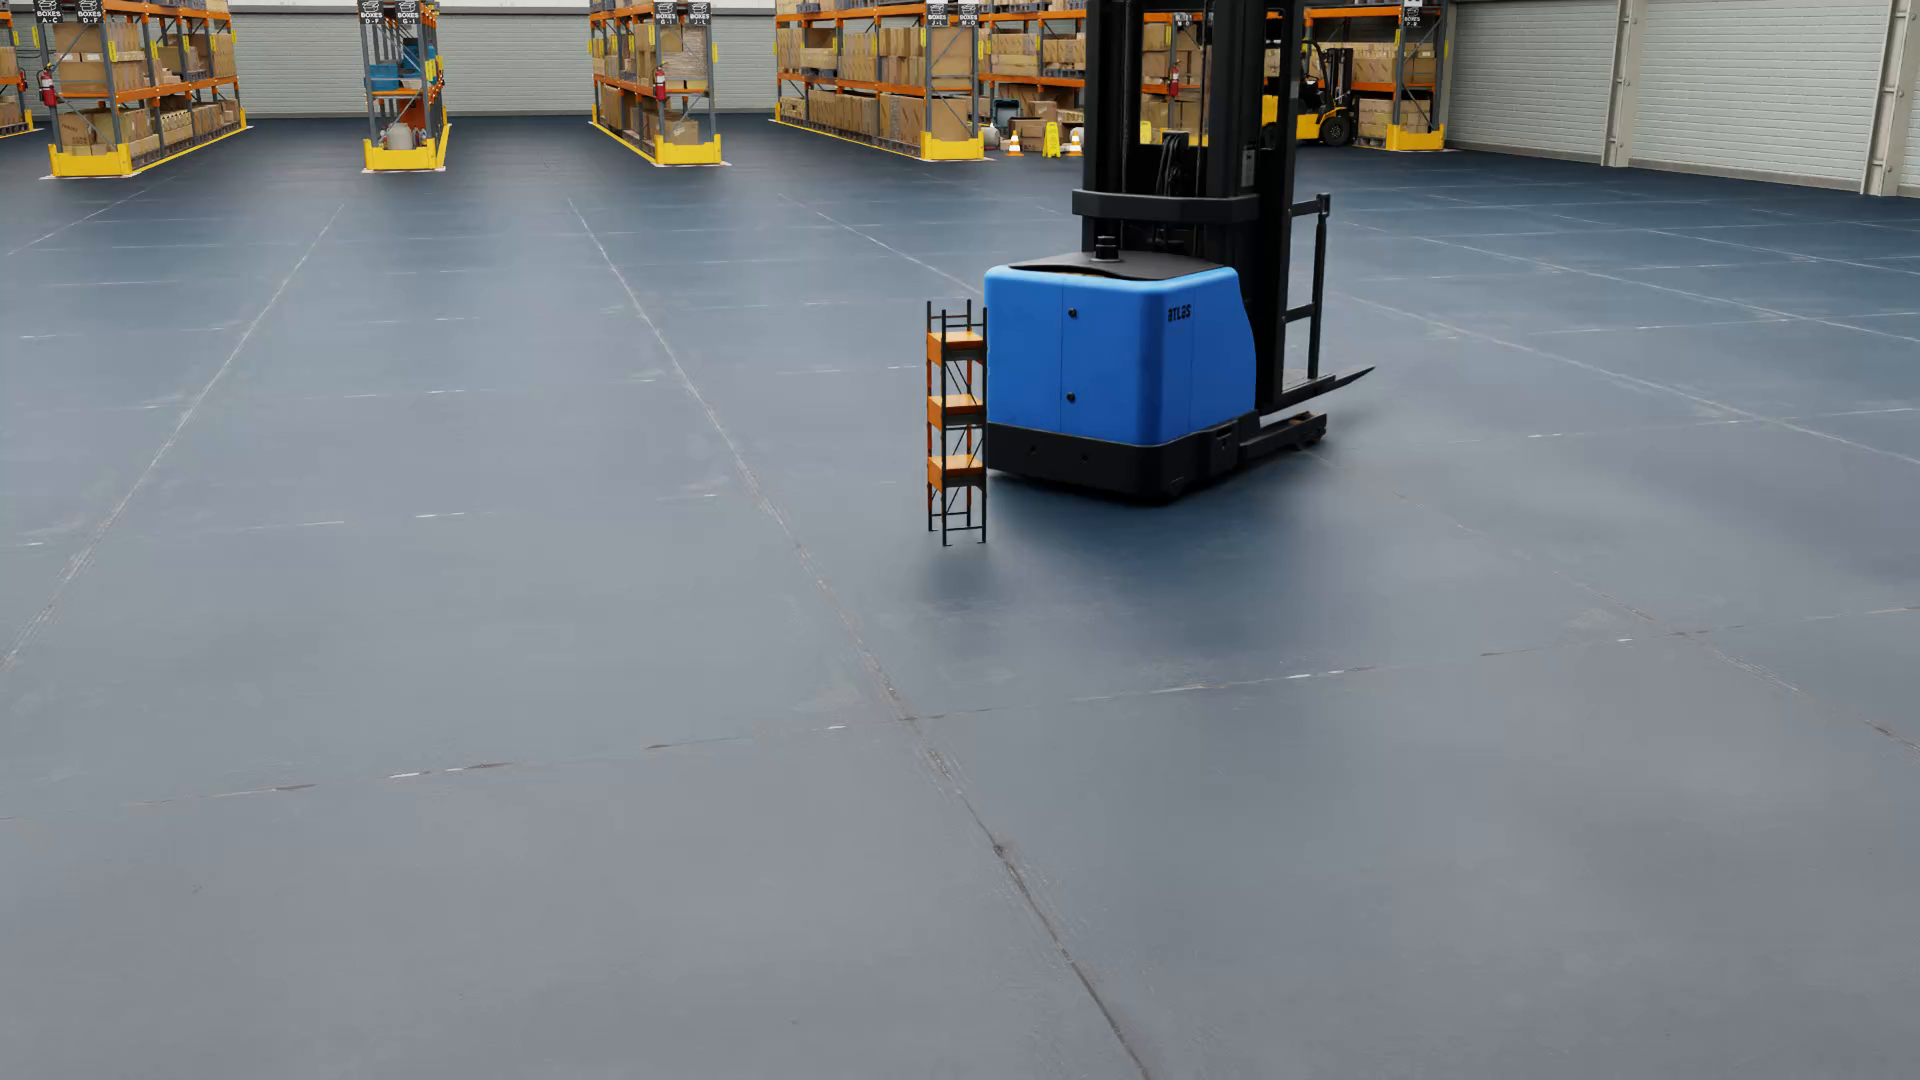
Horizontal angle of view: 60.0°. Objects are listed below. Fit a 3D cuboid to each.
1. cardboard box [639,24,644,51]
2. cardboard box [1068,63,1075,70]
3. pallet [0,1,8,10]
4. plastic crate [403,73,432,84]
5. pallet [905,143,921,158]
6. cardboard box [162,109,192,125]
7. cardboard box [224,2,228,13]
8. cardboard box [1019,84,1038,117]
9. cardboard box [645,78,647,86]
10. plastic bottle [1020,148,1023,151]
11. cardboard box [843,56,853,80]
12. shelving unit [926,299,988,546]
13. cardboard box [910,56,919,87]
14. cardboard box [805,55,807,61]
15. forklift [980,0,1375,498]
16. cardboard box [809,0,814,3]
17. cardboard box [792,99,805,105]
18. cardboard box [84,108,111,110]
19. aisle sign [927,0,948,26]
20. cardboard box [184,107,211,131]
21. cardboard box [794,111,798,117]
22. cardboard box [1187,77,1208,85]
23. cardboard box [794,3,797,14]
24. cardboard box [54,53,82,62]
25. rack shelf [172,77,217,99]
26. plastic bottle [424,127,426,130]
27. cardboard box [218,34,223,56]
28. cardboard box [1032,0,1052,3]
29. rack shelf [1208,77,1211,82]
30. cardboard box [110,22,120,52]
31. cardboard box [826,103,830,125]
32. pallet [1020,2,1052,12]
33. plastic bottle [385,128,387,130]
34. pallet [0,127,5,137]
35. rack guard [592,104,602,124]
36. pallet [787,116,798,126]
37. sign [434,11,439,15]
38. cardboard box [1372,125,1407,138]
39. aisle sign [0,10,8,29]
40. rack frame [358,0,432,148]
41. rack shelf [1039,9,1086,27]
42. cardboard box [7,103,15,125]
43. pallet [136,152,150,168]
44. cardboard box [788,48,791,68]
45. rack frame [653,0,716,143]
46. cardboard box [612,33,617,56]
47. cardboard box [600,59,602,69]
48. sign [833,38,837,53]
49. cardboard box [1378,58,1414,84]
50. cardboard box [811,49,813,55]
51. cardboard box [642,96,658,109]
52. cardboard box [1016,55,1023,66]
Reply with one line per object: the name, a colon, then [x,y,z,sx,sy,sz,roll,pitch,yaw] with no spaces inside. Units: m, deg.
cardboard box: [-5.892,-9.676,32.023,0.500,0.500,0.500,-5,17,-15]
cardboard box: [2.691,-10.844,38.044,0.380,0.149,0.250,-4,17,-14]
pallet: [-23.418,-12.763,39.666,1.003,0.211,1.213,-5,17,-15]
plastic crate: [-10.244,-8.681,31.396,0.499,0.251,0.616,-5,17,-15]
pallet: [-0.445,-7.566,32.272,1.003,0.211,1.213,-5,17,-15]
cardboard box: [-16.291,-8.780,34.542,0.500,0.311,0.500,-4,17,-14]
cardboard box: [-18.476,-13.209,41.259,0.500,0.250,0.500,-5,17,-15]
cardboard box: [2.032,-10.947,41.643,0.875,0.875,0.875,-4,17,-15]
cardboard box: [-5.852,-8.811,32.007,0.380,0.149,0.250,-5,17,-15]
plastic bottle: [1.135,-7.933,33.757,0.133,0.061,0.283,-12,20,-34]
cardboard box: [-2.343,-10.661,37.555,0.500,0.500,0.500,-5,17,-16]
shelving unit: [-0.015,-0.518,7.350,0.215,1.050,0.252,-5,17,-15]
cardboard box: [-0.468,-9.007,31.964,0.875,0.550,0.550,-5,17,-15]
cardboard box: [-3.638,-11.940,41.178,0.380,0.149,0.250,-4,17,-14]
forklift: [1.387,-1.972,8.922,1.130,2.935,3.031,12,21,35]
cardboard box: [-3.408,-13.340,40.860,0.500,0.311,0.500,-5,17,-16]
cardboard box: [-4.226,-11.559,43.910,0.380,0.149,0.250,-5,18,-17]
cardboard box: [-15.601,-7.599,30.281,0.500,0.500,0.500,-5,17,-15]
aisle sign: [-0.419,-9.888,30.637,0.394,0.787,0.004,-5,17,-15]
cardboard box: [-16.953,-9.342,36.919,0.500,0.500,0.500,-5,18,-17]
cardboard box: [-4.168,-11.209,43.779,0.380,0.149,0.250,-5,17,-15]
cardboard box: [4.687,-9.095,32.954,0.380,0.149,0.250,-5,17,-15]
cardboard box: [-3.969,-13.624,42.639,0.500,0.250,0.500,-5,17,-15]
cardboard box: [-14.761,-7.989,27.533,0.380,0.149,0.250,-5,17,-16]
rack shelf: [-17.221,-9.961,36.651,1.077,0.370,4.000,-5,17,-15]
plastic bottle: [-10.355,-7.823,32.123,0.144,0.351,0.185,-5,17,-17]
cardboard box: [-17.913,-11.823,39.687,0.500,0.500,0.500,-5,17,-17]
cardboard box: [2.134,-13.098,39.718,0.797,0.503,0.637,-6,18,-19]
rack shelf: [6.604,-11.920,43.173,1.077,0.370,4.000,-5,17,-15]
cardboard box: [-14.893,-8.638,28.566,0.700,0.500,0.500,-5,17,-15]
cardboard box: [-2.920,-10.208,39.837,0.500,0.500,0.500,-4,17,-13]
pallet: [2.155,-12.838,40.092,1.213,0.211,1.003,-4,17,-13]
plastic bottle: [-10.986,-7.723,31.788,0.144,0.351,0.185,-4,17,-14]
pallet: [-22.667,-9.347,38.204,1.003,0.211,1.213,-5,17,-15]
rack guard: [-9.351,-11.557,45.058,1.175,0.500,0.348,-5,17,-15]
pallet: [-4.006,-11.191,44.341,1.003,0.211,1.213,-5,17,-15]
sign: [-13.582,-13.791,43.116,0.100,0.325,0.005,-5,17,-15]
cardboard box: [8.920,-8.488,34.545,0.500,0.250,0.500,-5,17,-15]
aisle sign: [-23.364,-12.861,40.536,0.394,0.787,0.004,-5,17,-15]
rack frame: [-9.710,-7.930,28.639,1.000,3.000,0.127,-5,17,-15]
rack shelf: [2.932,-11.857,37.748,1.077,0.370,4.000,-5,17,-15]
cardboard box: [-23.206,-10.253,39.985,0.700,0.500,0.500,-5,17,-15]
pallet: [-15.055,-6.749,29.554,1.003,0.211,1.213,-5,17,-15]
cardboard box: [-4.250,-12.733,43.937,0.500,0.500,0.500,-5,17,-17]
rack frame: [-4.947,-8.322,29.942,1.000,3.000,0.127,-5,17,-15]
cardboard box: [-7.884,-11.803,39.613,0.797,0.503,0.637,-5,17,-15]
cardboard box: [-8.763,-11.956,41.785,0.500,0.250,0.500,-4,17,-14]
sign: [-2.868,-11.370,38.215,0.100,0.325,0.005,-5,17,-15]
cardboard box: [8.965,-9.662,34.230,0.500,0.500,0.500,-5,17,-16]
cardboard box: [-3.426,-11.868,40.421,0.380,0.149,0.250,-4,17,-13]
cardboard box: [-6.777,-9.579,36.403,0.500,0.250,0.500,-3,17,-9]
cardboard box: [1.700,-11.881,41.184,0.500,0.250,0.500,-5,17,-17]
